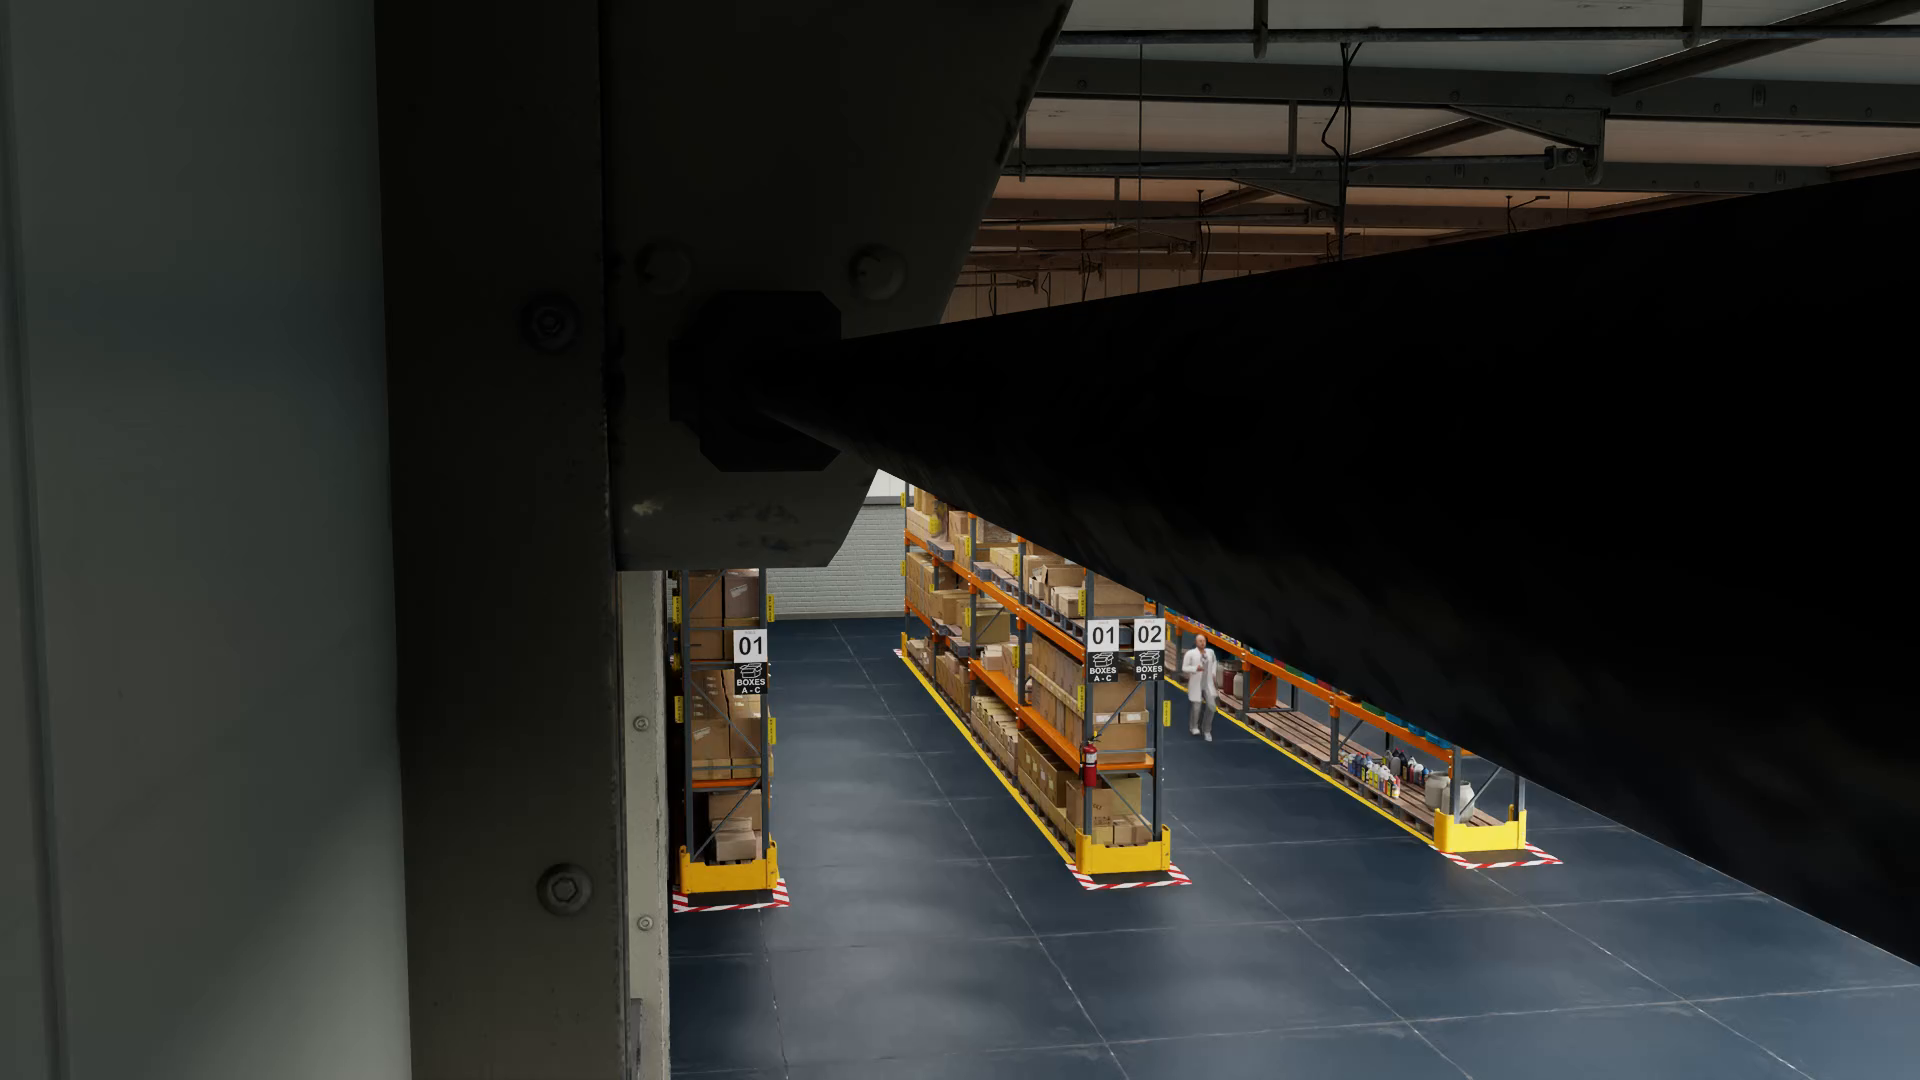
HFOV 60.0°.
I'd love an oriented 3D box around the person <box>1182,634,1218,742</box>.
[{"bbox_3d":[4.109,2.522,28.306,0.688,1.834,0.785,-1,6,-9],"label":"person"}]
